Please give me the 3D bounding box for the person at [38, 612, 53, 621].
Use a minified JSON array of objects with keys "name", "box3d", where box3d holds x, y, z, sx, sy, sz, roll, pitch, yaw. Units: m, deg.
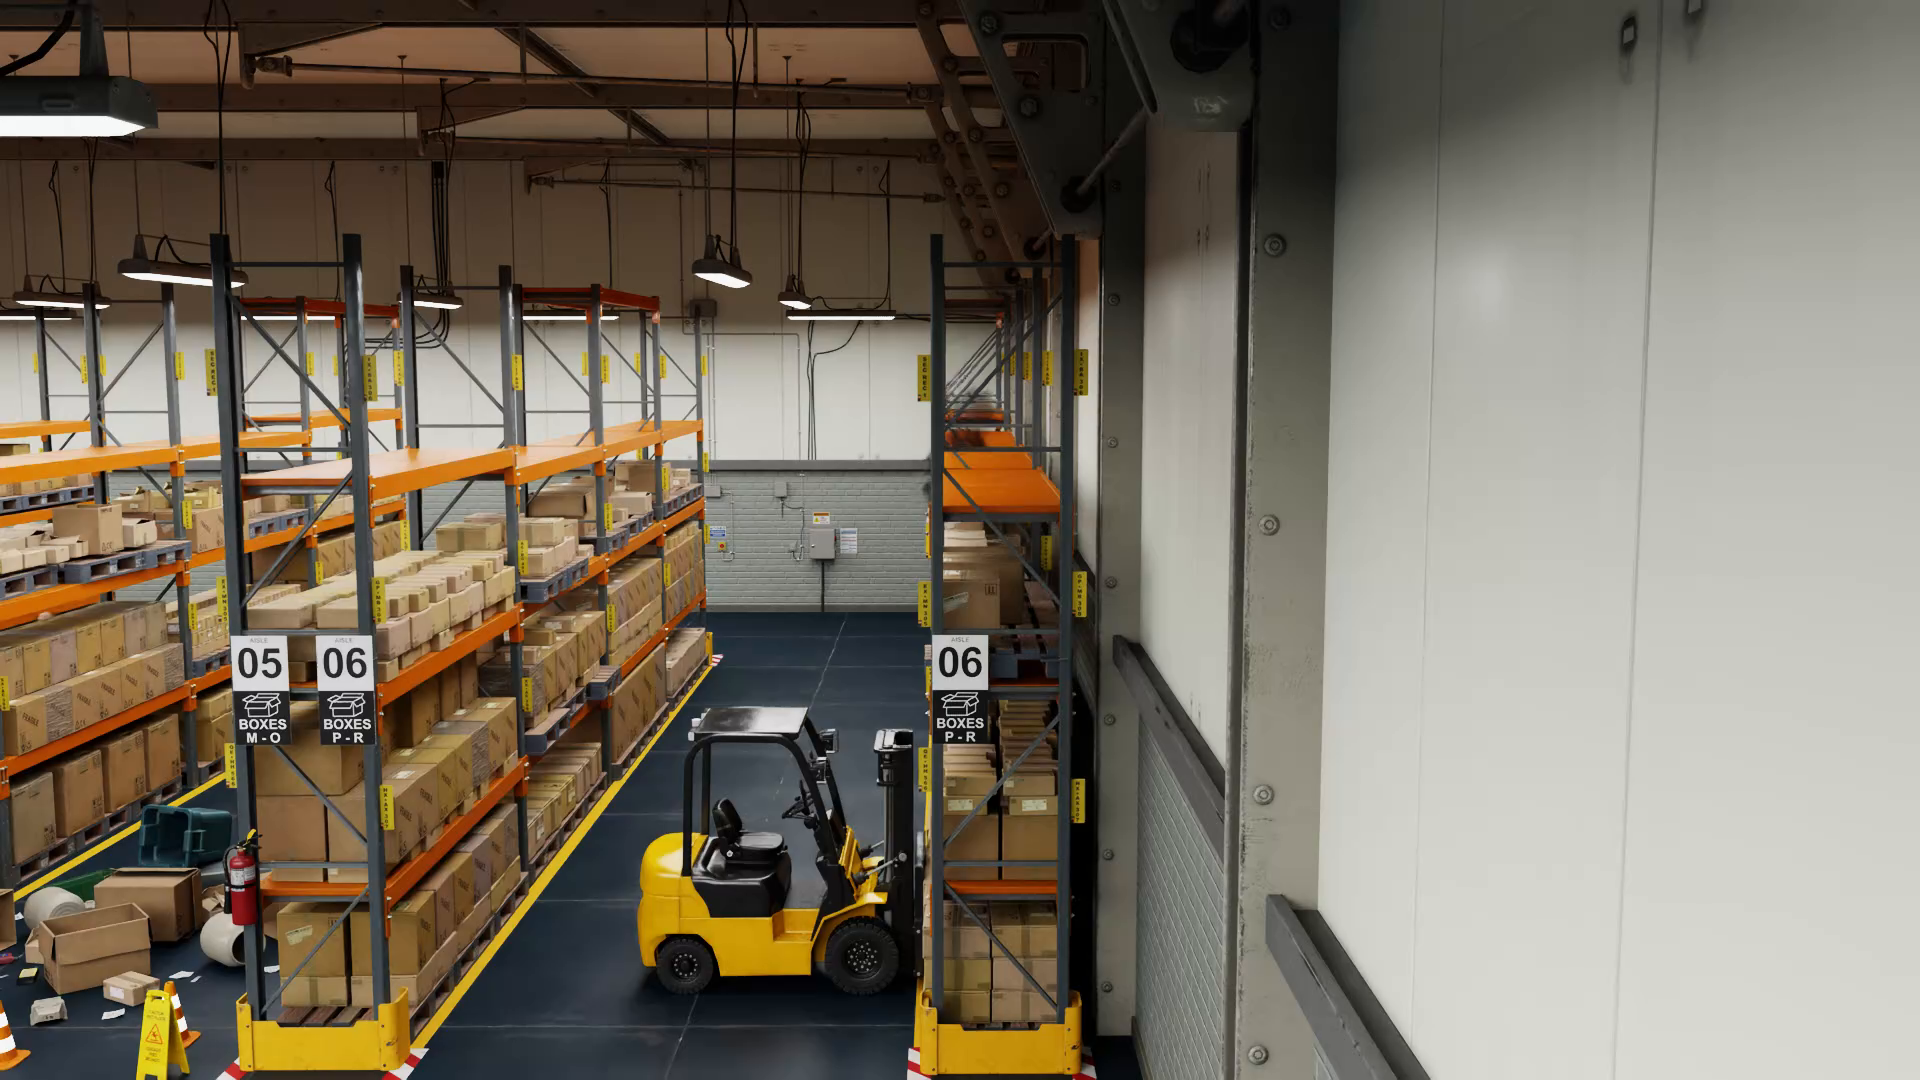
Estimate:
[{"name":"person","box3d":[-12.152,1.852,22.098,0.673,1.800,0.773,-1,6,-12]}]
